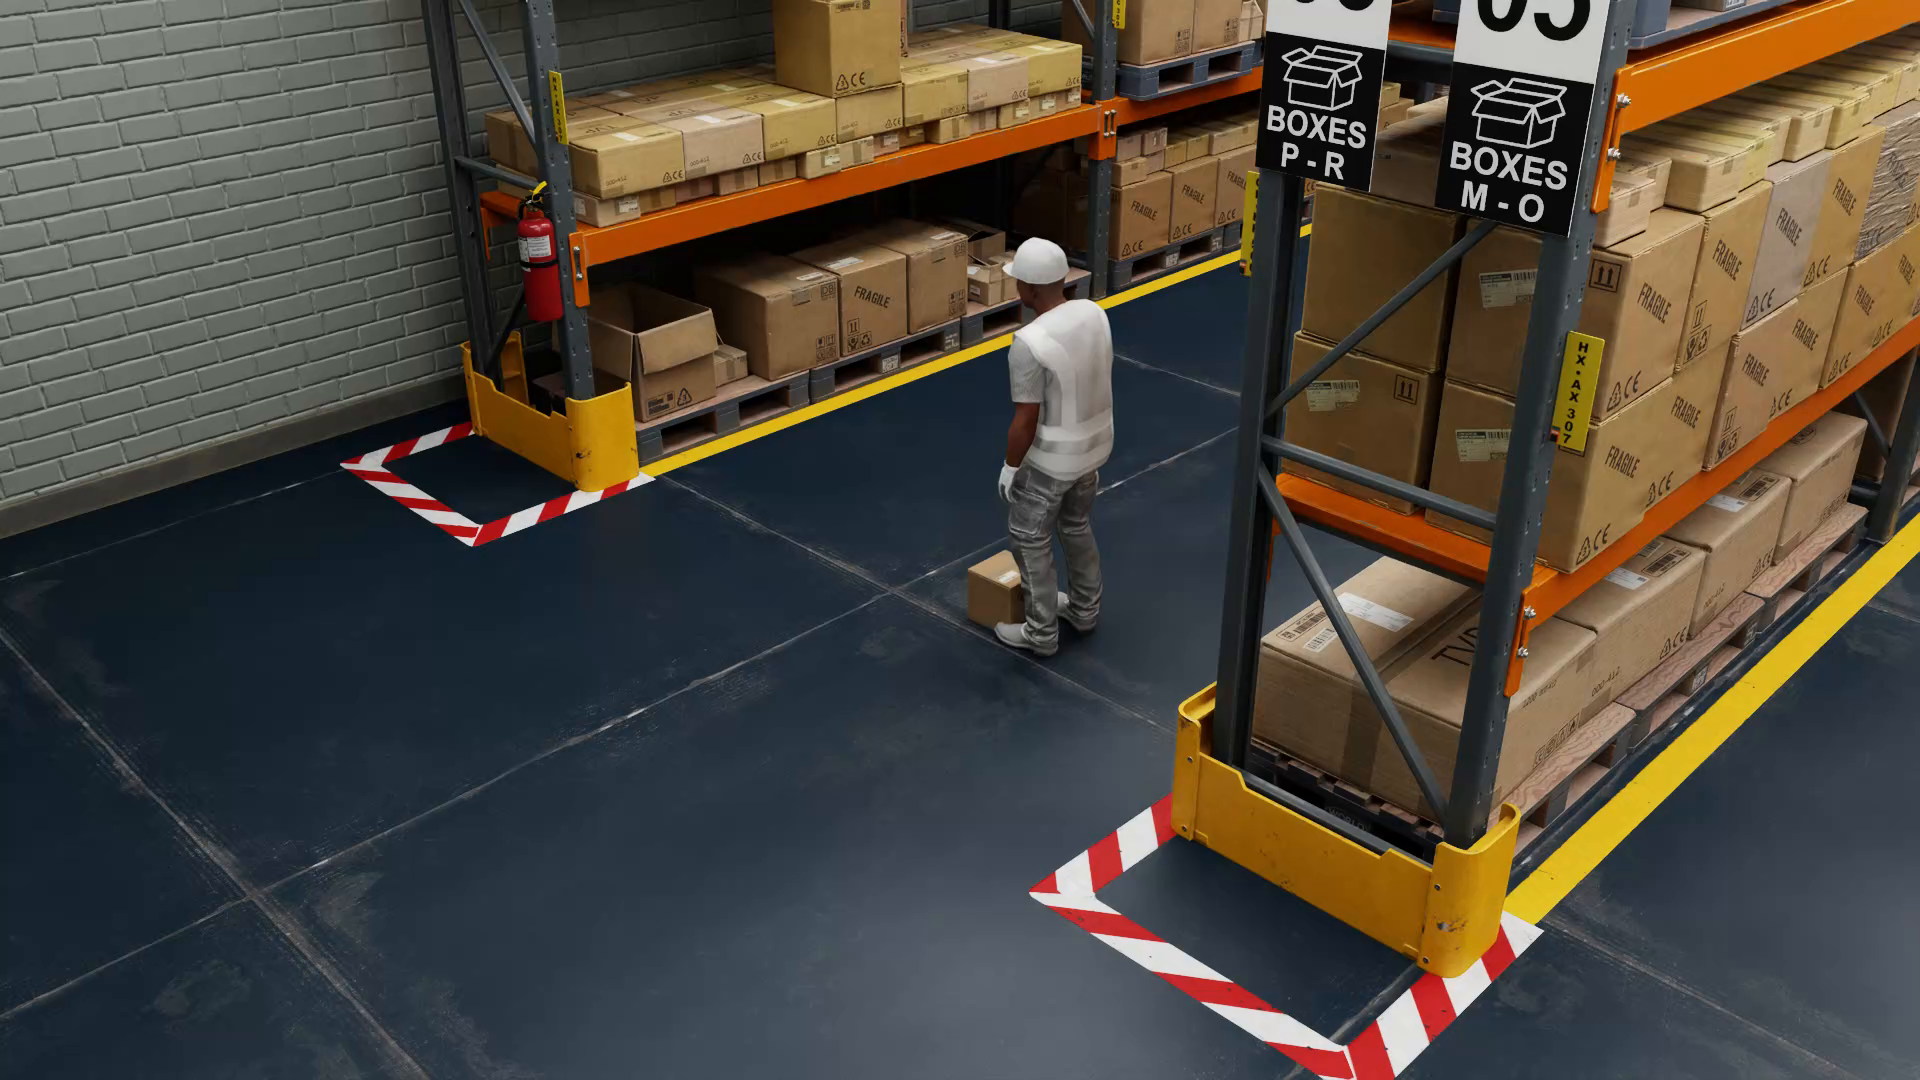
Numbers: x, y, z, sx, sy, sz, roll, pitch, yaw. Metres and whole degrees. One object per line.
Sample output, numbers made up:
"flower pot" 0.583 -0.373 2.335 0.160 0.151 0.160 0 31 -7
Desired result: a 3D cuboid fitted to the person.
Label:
"person" 0.379 -0.367 6.813 0.450 1.772 0.619 22 35 36
